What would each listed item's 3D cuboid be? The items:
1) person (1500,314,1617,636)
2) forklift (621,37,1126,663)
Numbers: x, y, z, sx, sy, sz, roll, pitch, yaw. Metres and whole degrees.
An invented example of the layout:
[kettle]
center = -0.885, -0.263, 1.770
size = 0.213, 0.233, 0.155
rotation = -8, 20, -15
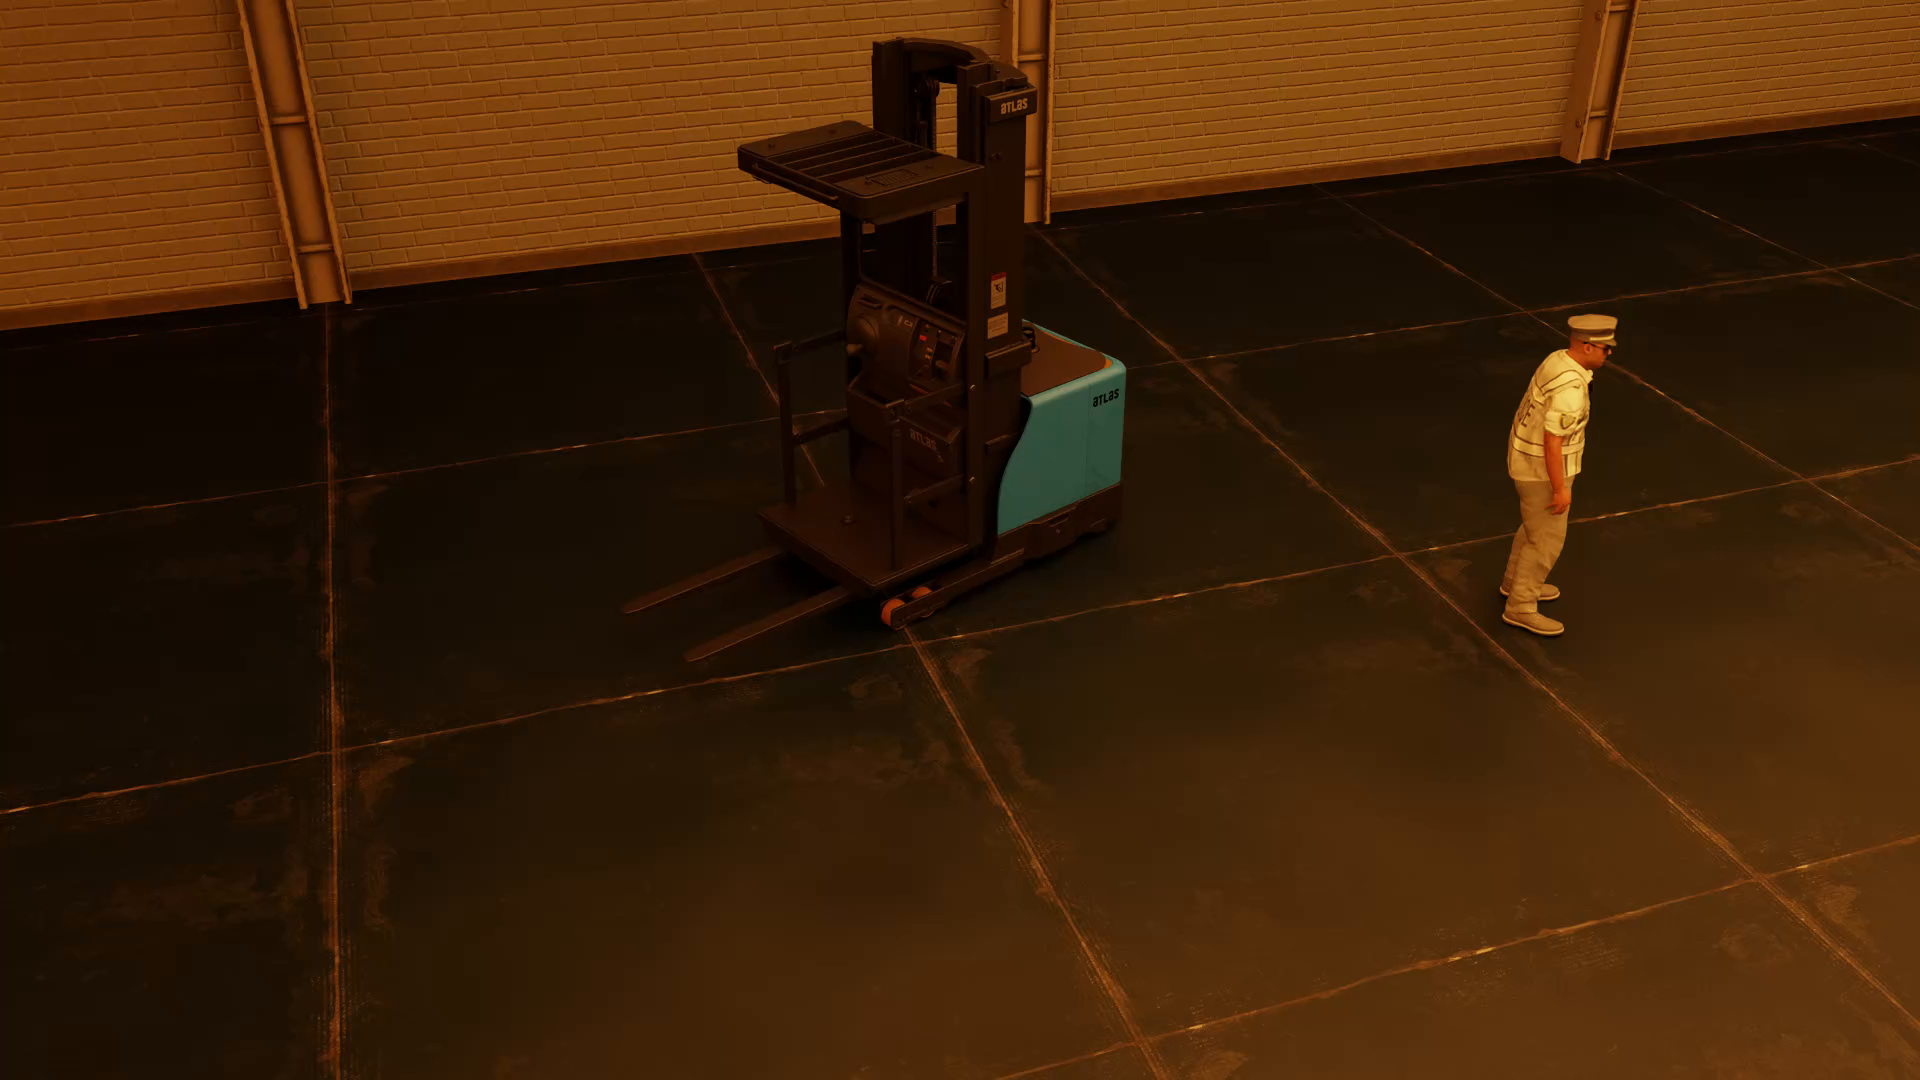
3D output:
[person]
center = 3.162, -0.383, 8.937
size = 0.435, 1.749, 0.585
rotation = 8, 31, 13
[forklift]
center = -0.461, -1.072, 8.951
size = 3.031, 2.935, 1.130
rotation = -23, 37, -34
